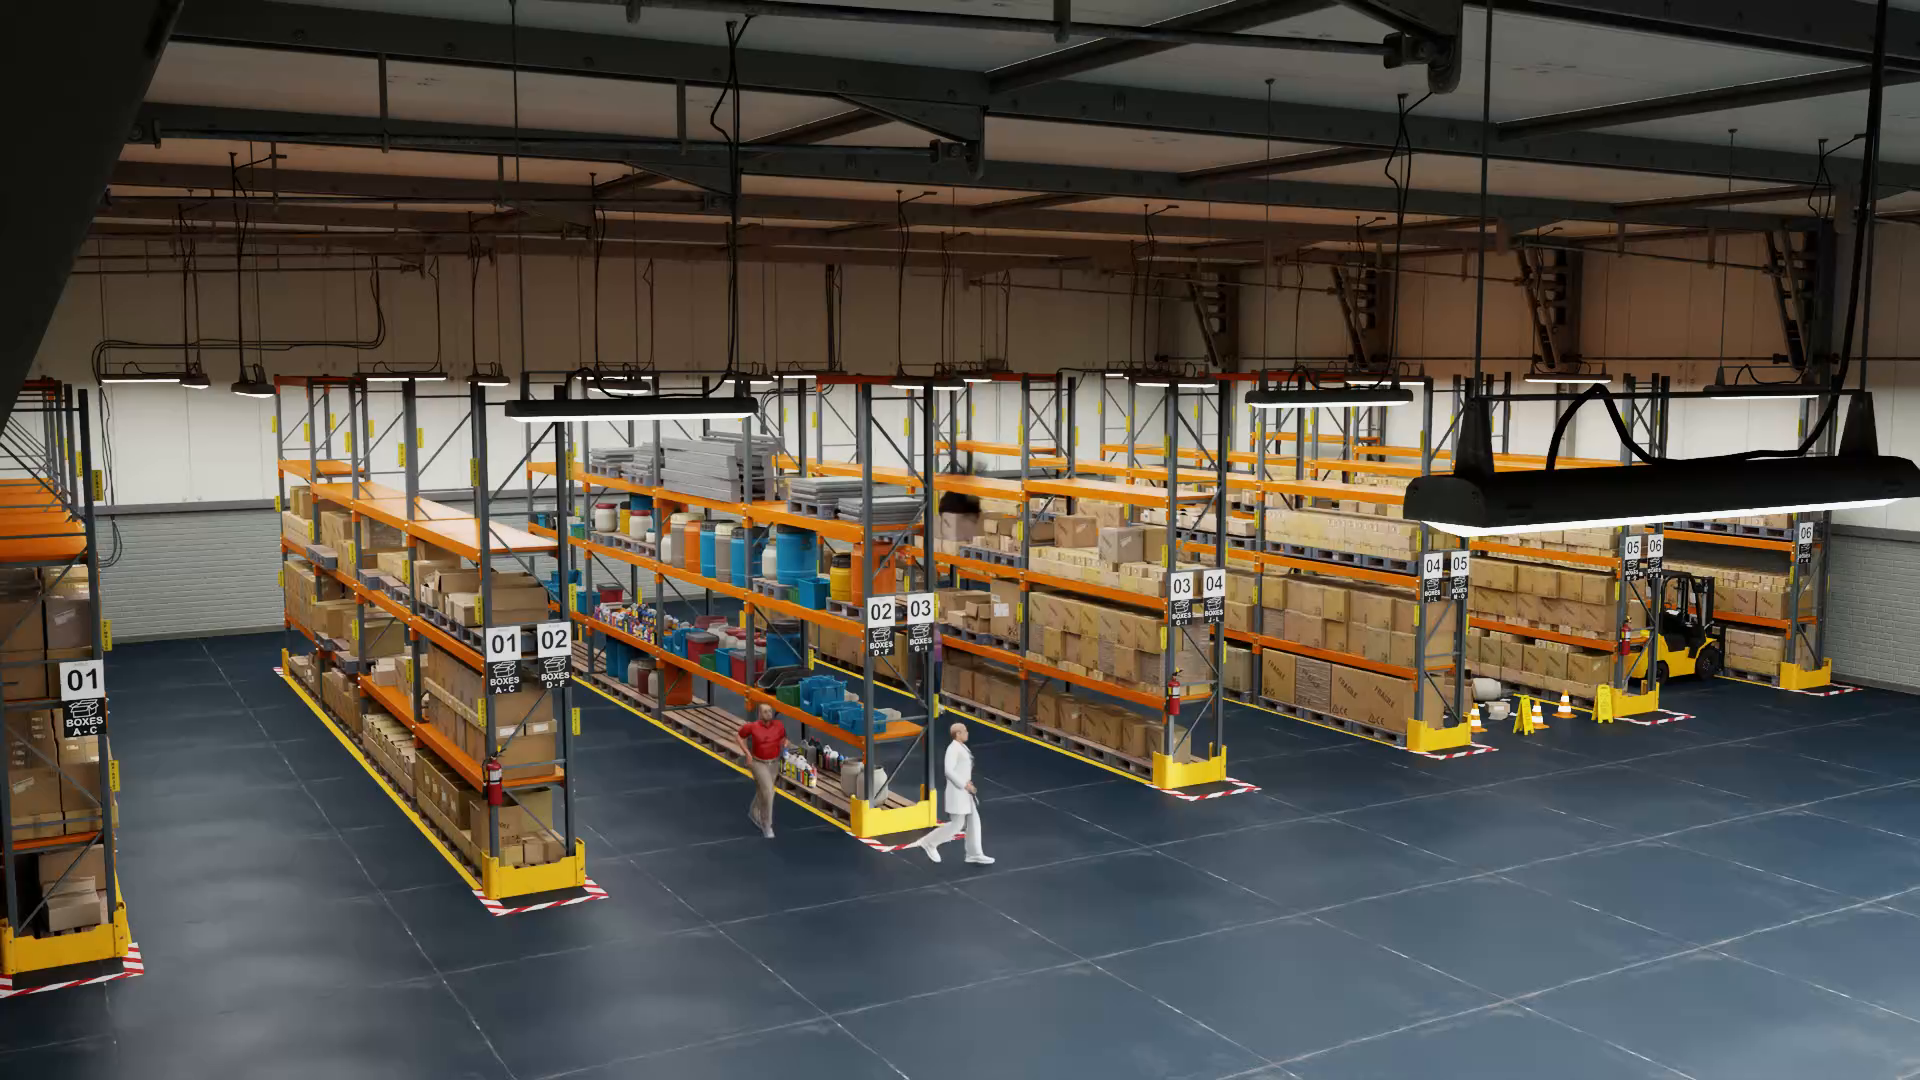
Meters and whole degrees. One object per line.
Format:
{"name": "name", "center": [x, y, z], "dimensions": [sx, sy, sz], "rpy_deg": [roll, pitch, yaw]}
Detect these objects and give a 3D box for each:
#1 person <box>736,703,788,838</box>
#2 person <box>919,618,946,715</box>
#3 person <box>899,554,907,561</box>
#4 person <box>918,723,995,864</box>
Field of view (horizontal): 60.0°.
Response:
{"name": "person", "center": [-2.596, 3.067, 22.263], "dimensions": [0.626, 1.804, 0.800], "rpy_deg": [-5, 8, -41]}
{"name": "person", "center": [-0.474, 2.133, 28.501], "dimensions": [0.522, 1.675, 0.673], "rpy_deg": [-4, 7, -33]}
{"name": "person", "center": [-1.405, 1.177, 39.346], "dimensions": [0.718, 1.730, 0.530], "rpy_deg": [0, 6, -4]}
{"name": "person", "center": [-0.023, 3.168, 20.878], "dimensions": [0.953, 1.750, 0.760], "rpy_deg": [1, 6, 9]}
